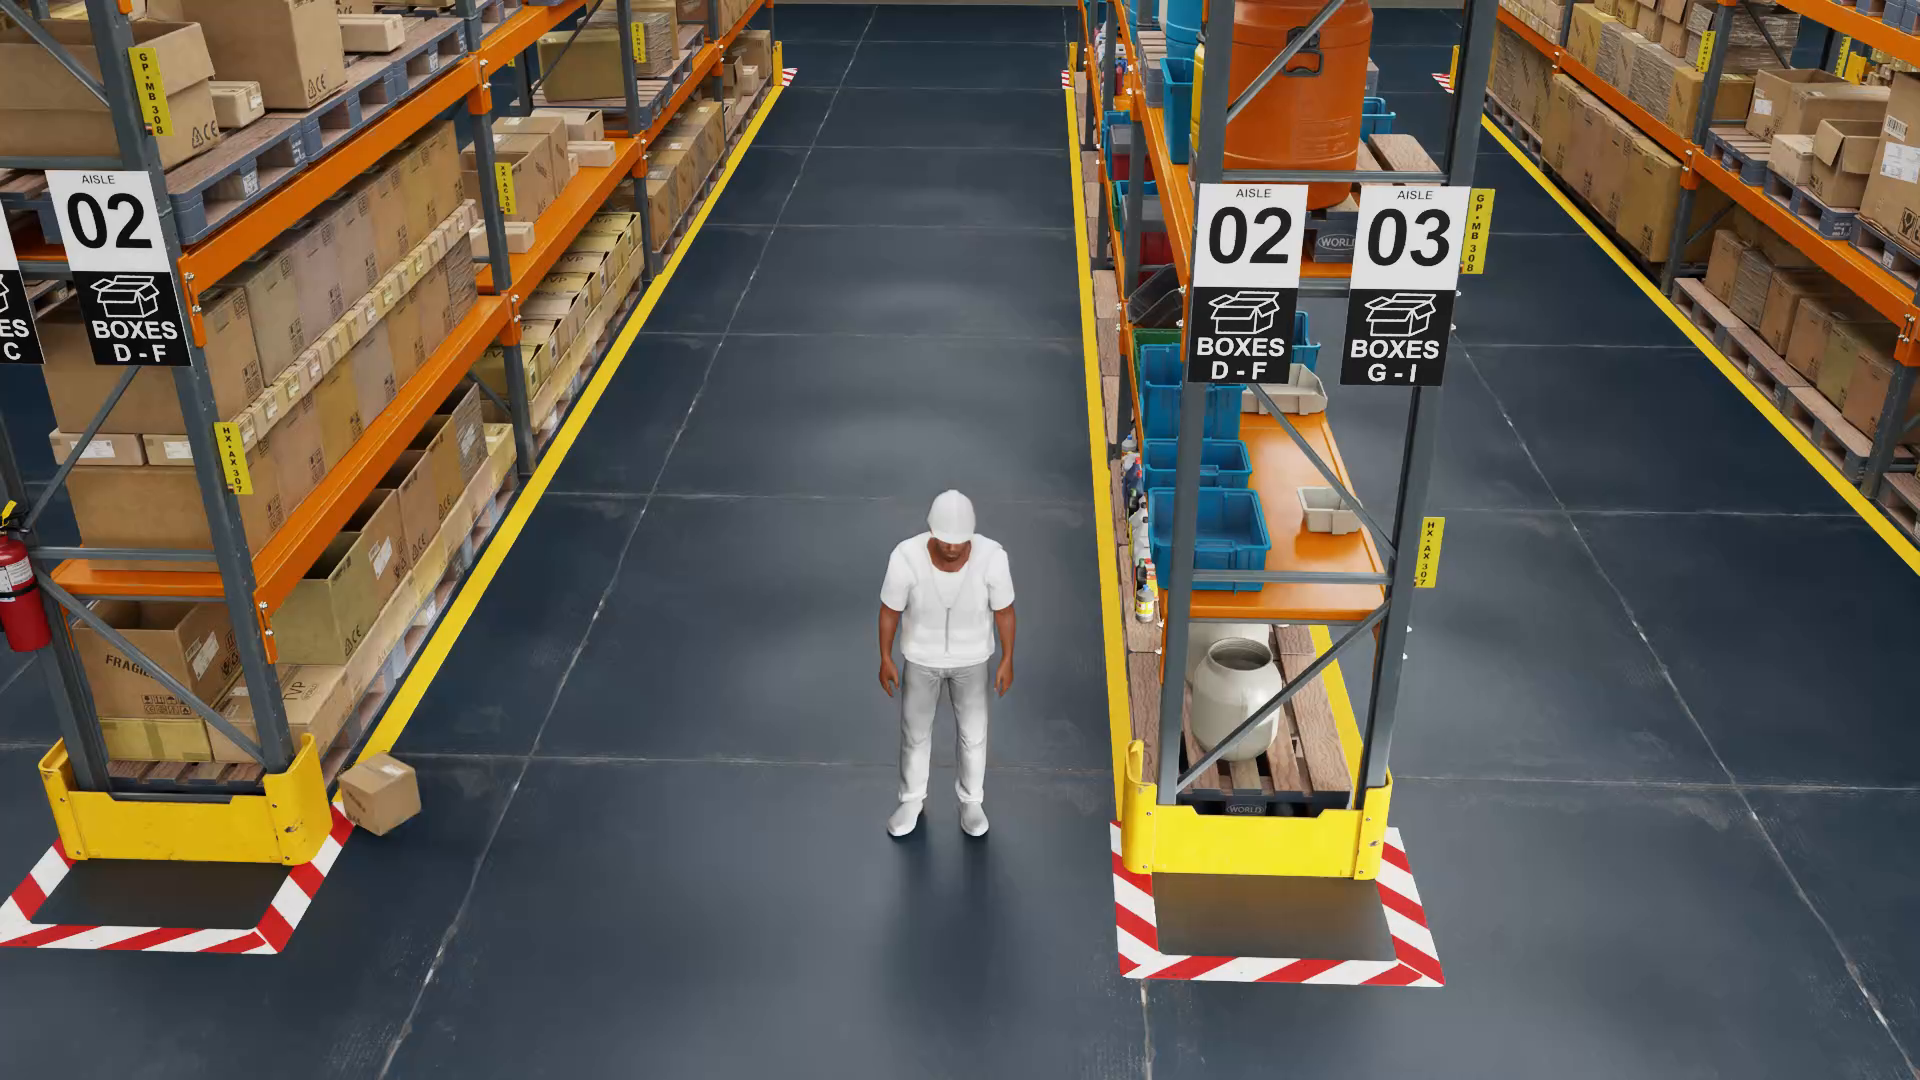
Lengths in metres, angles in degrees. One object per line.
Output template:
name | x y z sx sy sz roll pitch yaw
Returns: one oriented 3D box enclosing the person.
person | -0.059 0.551 7.559 0.625 1.759 0.463 0 28 0
